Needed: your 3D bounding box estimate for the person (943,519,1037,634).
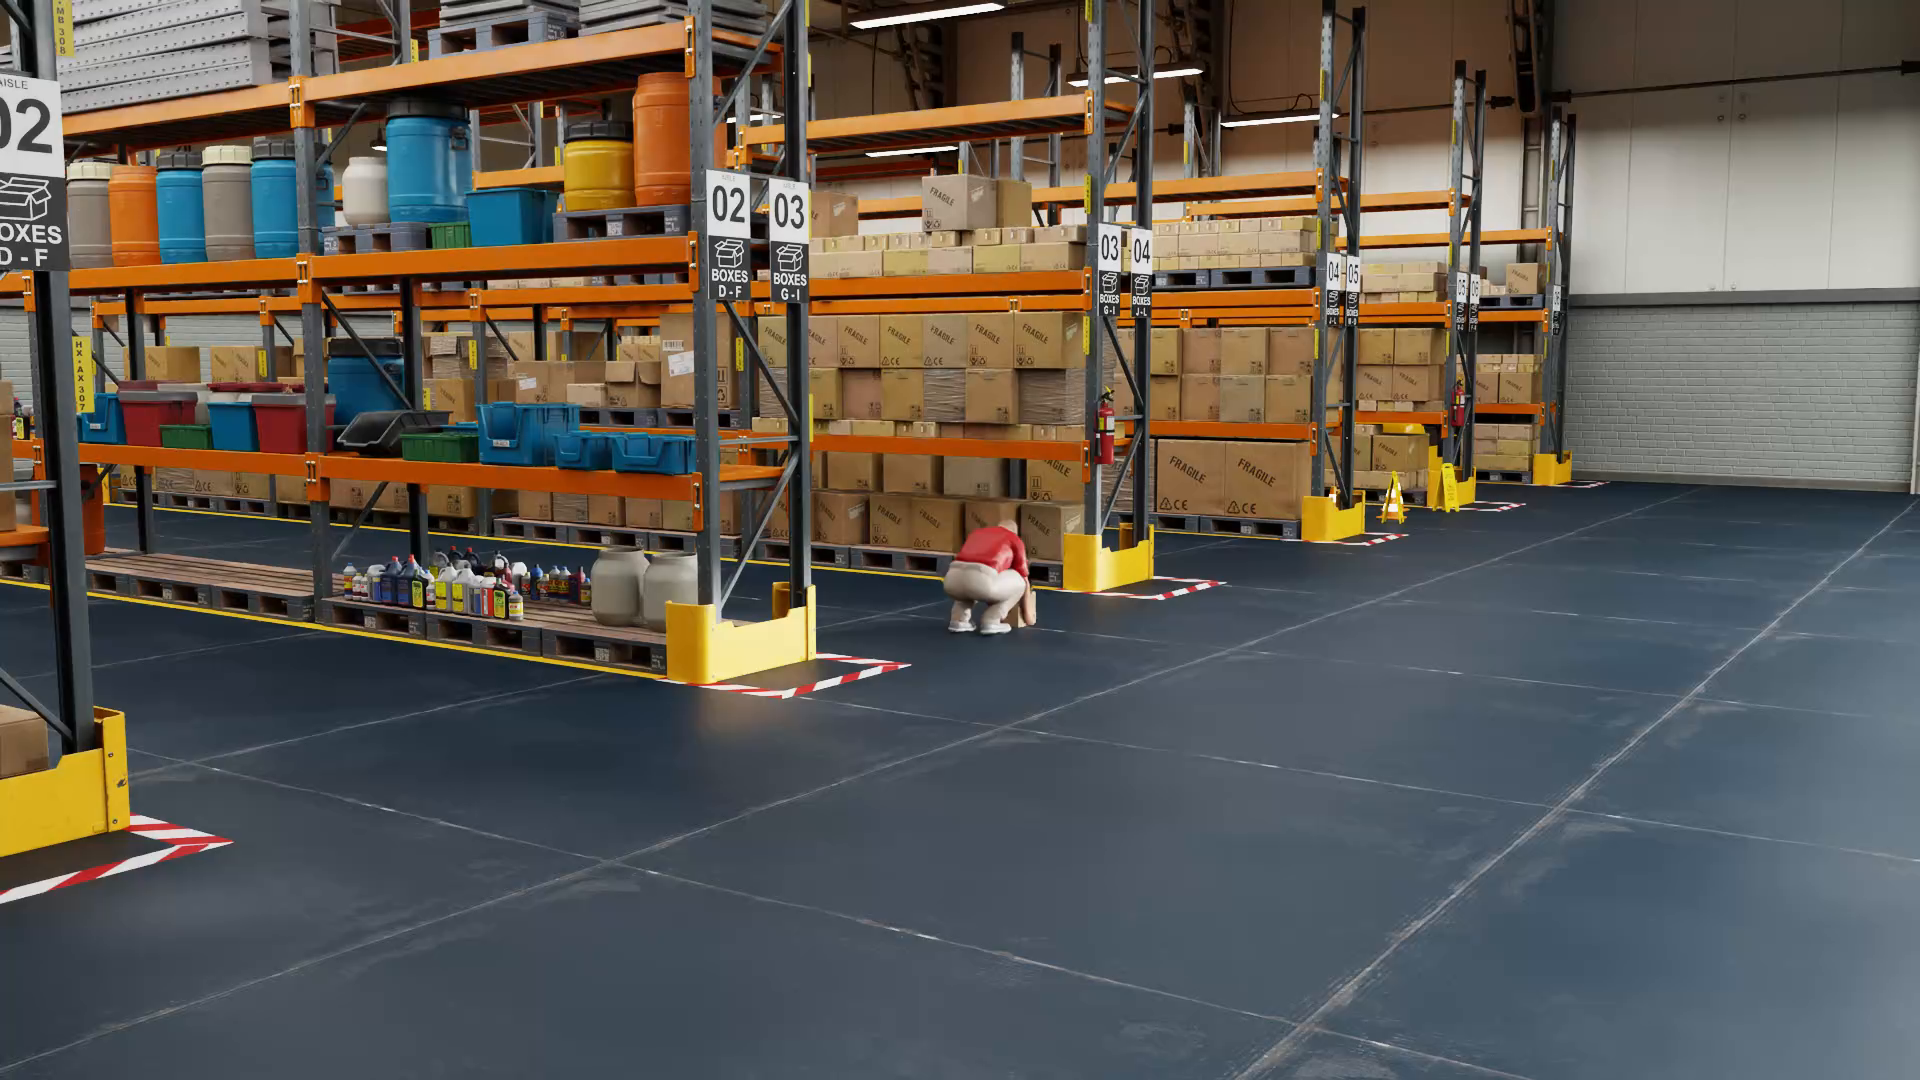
[{"bbox_3d":[0.214,0.298,12.538,0.540,0.857,0.872,4,7,33],"label":"person"}]
